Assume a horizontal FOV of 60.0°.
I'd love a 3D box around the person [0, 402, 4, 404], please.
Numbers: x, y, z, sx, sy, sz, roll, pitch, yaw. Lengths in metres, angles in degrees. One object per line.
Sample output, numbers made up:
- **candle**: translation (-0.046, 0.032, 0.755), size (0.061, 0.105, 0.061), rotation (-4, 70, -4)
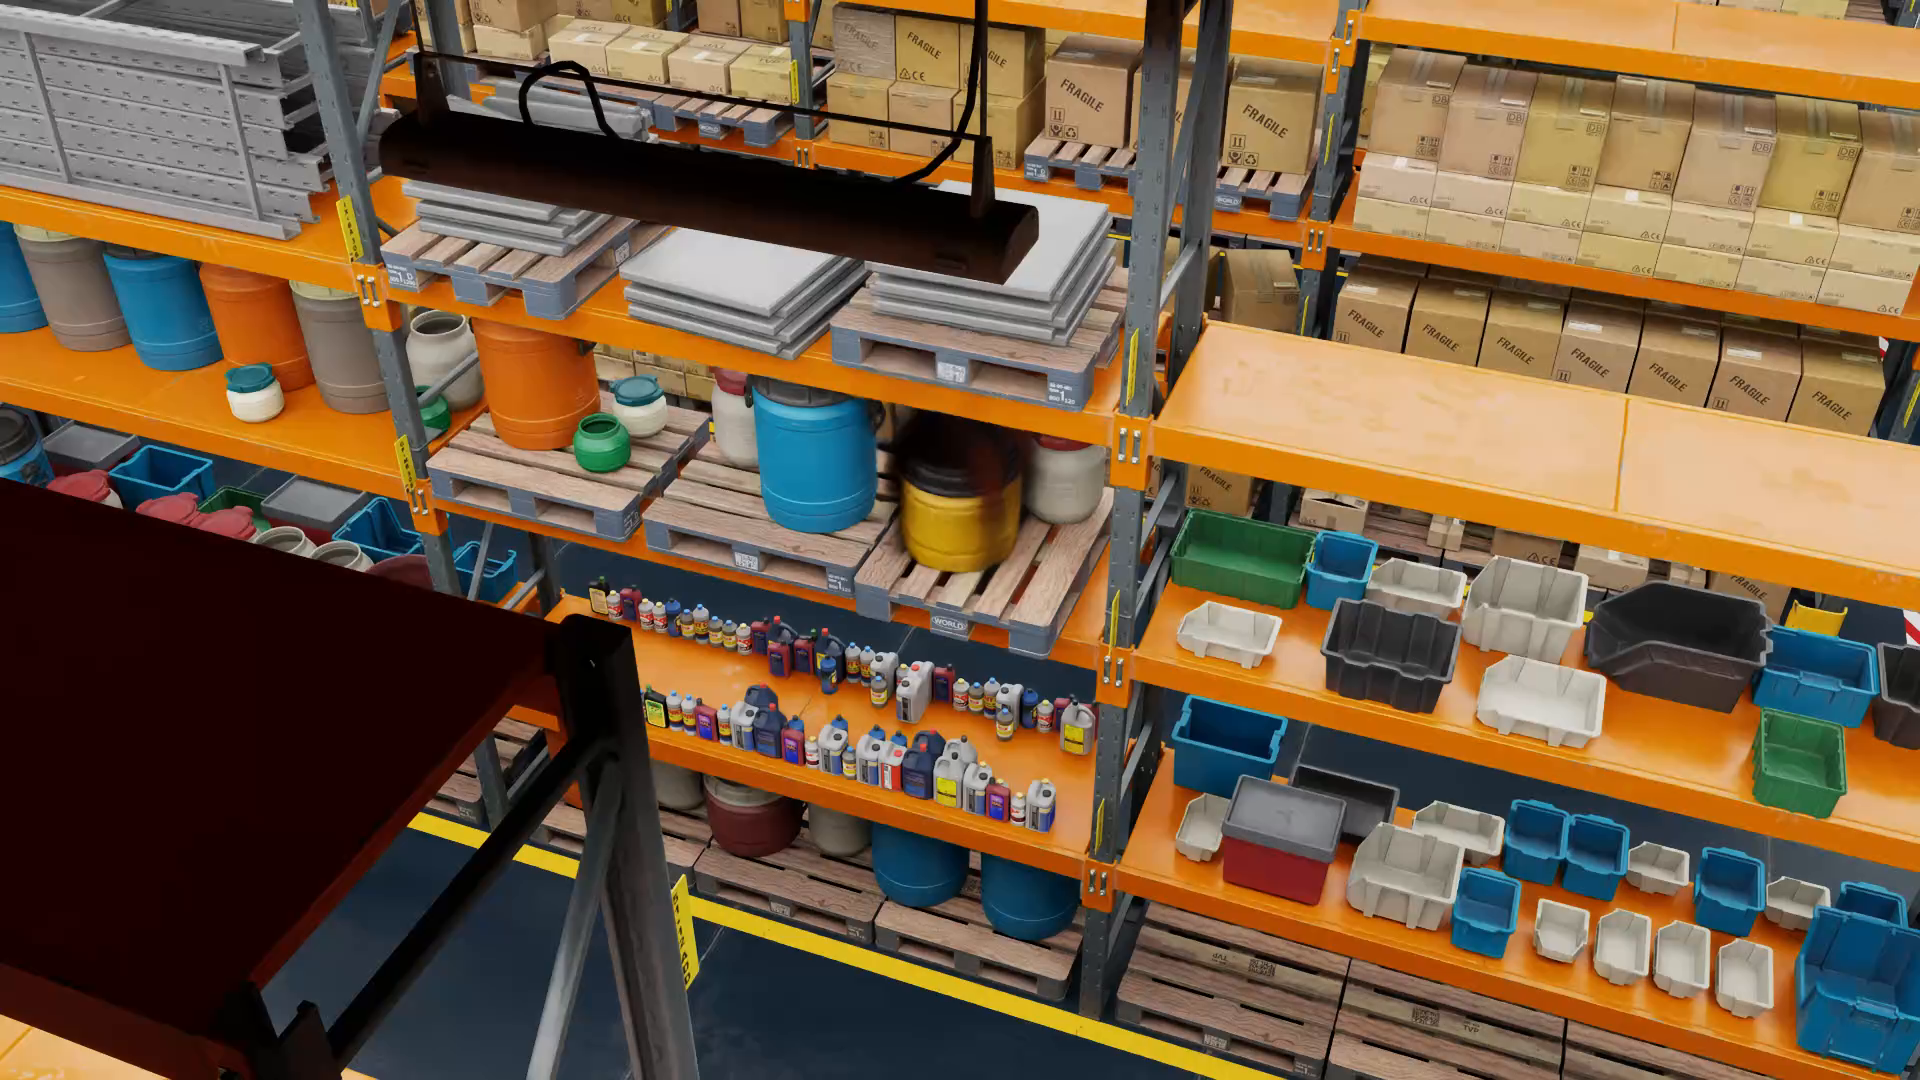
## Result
- **person**: translation (-8.980, -2.066, 14.703), size (0.635, 1.776, 0.617), rotation (-4, 37, -5)
